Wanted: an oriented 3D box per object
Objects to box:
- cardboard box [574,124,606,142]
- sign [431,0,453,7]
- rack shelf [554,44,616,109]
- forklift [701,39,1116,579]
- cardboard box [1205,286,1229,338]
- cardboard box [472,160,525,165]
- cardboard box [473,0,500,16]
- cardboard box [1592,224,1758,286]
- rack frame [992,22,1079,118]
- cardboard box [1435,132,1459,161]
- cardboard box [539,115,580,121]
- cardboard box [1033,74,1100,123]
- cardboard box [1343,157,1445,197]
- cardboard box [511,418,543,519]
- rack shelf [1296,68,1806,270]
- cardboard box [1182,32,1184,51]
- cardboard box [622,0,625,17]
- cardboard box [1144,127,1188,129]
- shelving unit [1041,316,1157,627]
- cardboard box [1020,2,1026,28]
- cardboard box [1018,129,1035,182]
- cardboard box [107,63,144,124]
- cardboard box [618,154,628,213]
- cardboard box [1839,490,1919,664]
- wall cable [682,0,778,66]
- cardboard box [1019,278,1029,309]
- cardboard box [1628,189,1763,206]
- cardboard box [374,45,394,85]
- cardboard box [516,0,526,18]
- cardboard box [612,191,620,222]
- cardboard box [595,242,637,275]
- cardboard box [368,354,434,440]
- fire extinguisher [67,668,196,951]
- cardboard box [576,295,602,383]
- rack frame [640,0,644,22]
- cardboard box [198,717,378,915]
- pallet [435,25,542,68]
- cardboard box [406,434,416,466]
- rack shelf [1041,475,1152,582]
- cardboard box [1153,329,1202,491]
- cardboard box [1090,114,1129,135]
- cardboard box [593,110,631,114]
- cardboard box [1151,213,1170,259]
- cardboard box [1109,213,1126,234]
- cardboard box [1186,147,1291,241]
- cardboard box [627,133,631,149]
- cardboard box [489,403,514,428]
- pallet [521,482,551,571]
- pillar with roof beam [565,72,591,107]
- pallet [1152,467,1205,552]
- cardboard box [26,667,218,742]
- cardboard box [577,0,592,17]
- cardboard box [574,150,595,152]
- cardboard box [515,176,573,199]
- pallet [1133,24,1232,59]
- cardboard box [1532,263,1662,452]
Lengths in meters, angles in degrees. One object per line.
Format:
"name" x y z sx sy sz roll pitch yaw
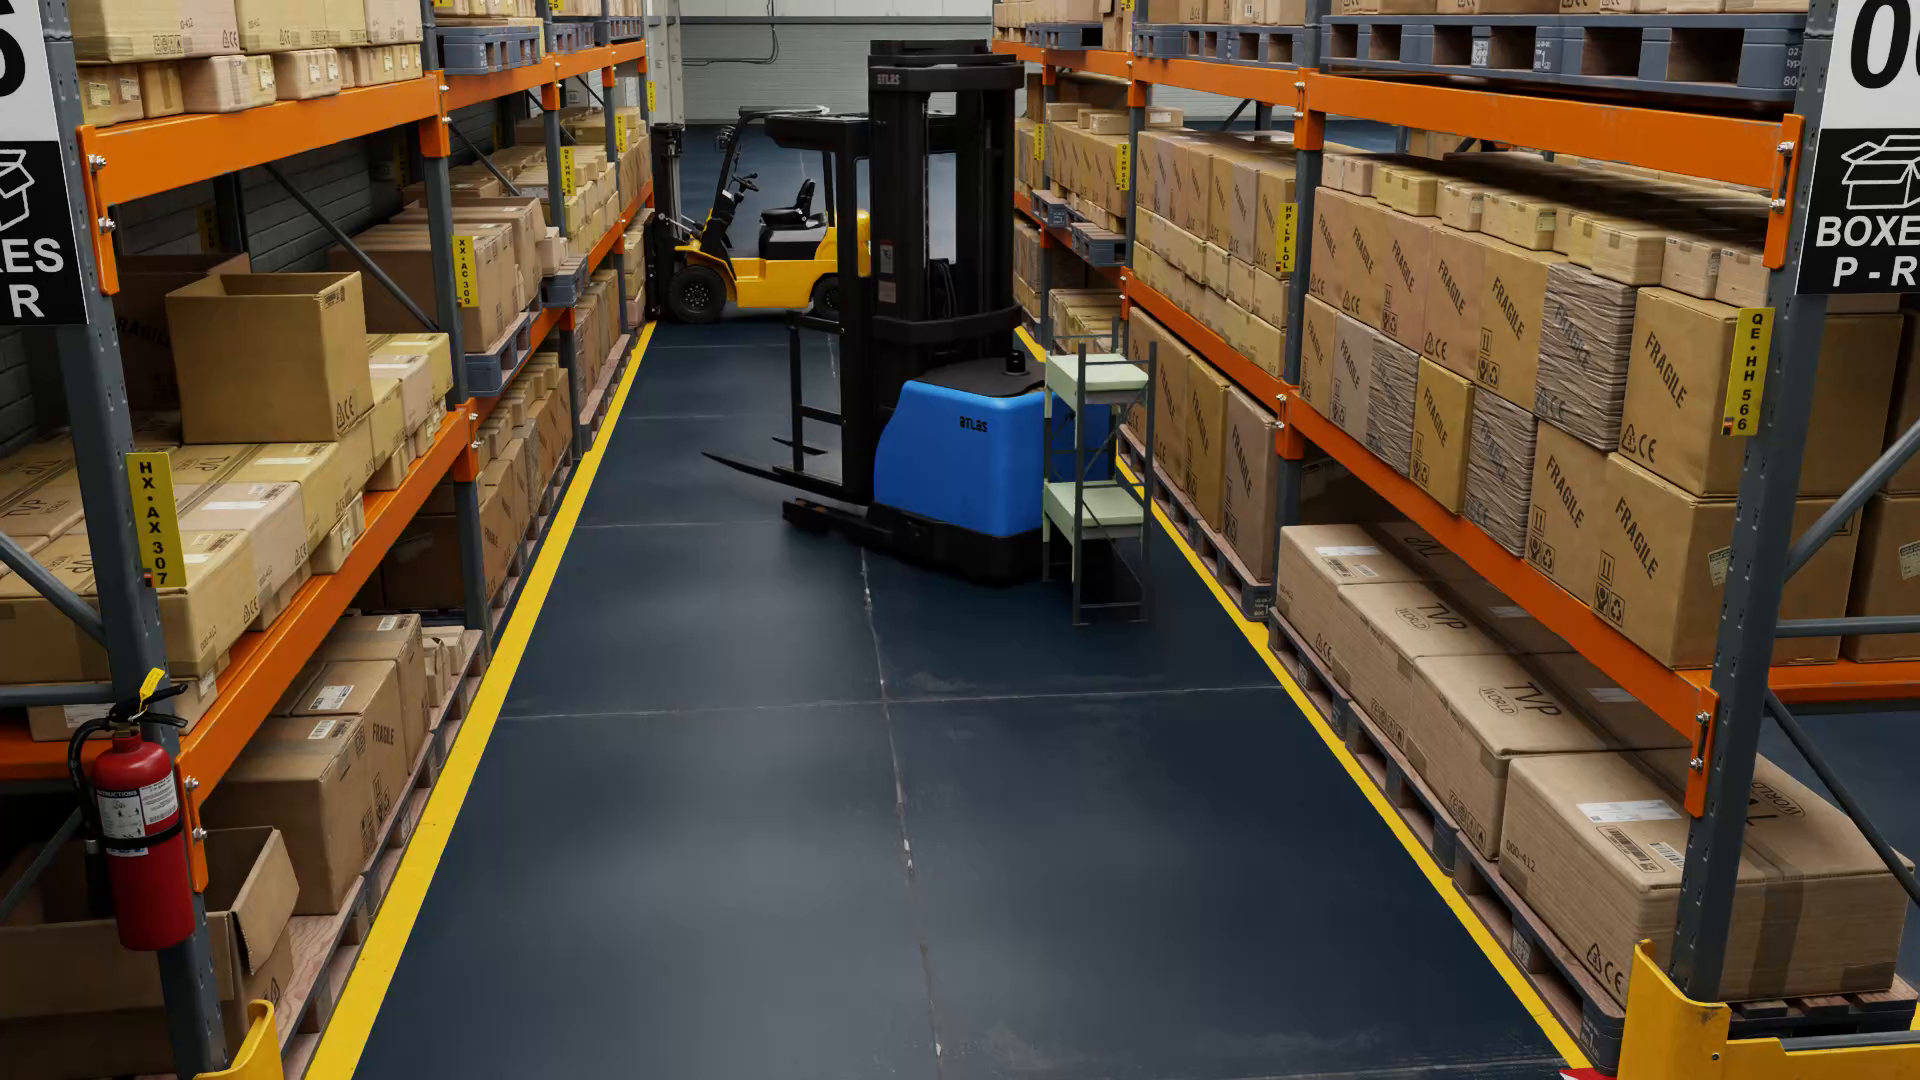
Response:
"cardboard box" -3.385 -3.793 15.503 0.380 0.149 0.250 -1 17 -5
"sign" -2.283 -2.503 7.270 0.100 0.325 0.005 -2 18 -6
"rack shelf" -3.441 -3.681 13.088 1.077 0.370 4.000 -2 18 -6
"forklift" -0.468 -1.537 10.180 1.130 2.935 3.031 -17 24 -42
"cardboard box" 1.733 -1.317 9.616 0.500 0.250 0.500 -2 18 -7
"cardboard box" -3.714 -2.979 13.410 0.380 0.149 0.250 -2 18 -5
"cardboard box" -2.514 -2.695 8.297 0.380 0.149 0.250 -2 17 -5
"cardboard box" 2.130 -0.853 4.966 0.380 0.149 0.250 -2 18 -6
"rack frame" 0.877 -4.536 19.616 1.000 3.000 0.127 -2 18 -6
"cardboard box" 5.885 -4.347 18.765 0.875 0.550 0.550 -2 18 -6
"cardboard box" -4.076 -4.233 16.906 0.380 0.149 0.250 -1 17 -4
"cardboard box" 1.191 -4.906 18.462 0.700 0.500 0.500 -2 18 -5
"cardboard box" 1.931 -1.617 7.399 0.380 0.149 0.250 -2 17 -5
"cardboard box" -2.808 -0.427 10.000 0.500 0.500 0.500 -2 18 -8
"rack shelf" 2.321 -1.452 5.989 1.077 0.370 4.000 -2 18 -6
"cardboard box" 1.461 -3.551 11.891 0.380 0.149 0.250 -2 18 -6
"cardboard box" -3.743 -5.501 16.644 0.797 0.503 0.637 -1 17 -4
"cardboard box" 1.665 -3.302 14.321 0.500 0.500 0.500 -1 17 -4
"shelving unit" 0.728 -0.382 8.891 0.431 1.500 0.755 -3 18 -9
"cardboard box" 0.885 -5.271 16.706 0.500 0.250 0.500 -2 18 -7
"cardboard box" 0.878 -3.966 17.137 0.500 0.500 0.500 -1 17 -4
"cardboard box" -2.264 -1.105 4.100 0.380 0.149 0.250 -1 17 -5
"cardboard box" -3.434 -3.377 15.760 0.500 0.500 0.500 -2 18 -7
"cardboard box" 2.763 0.032 4.901 0.500 0.500 0.500 -2 18 -6
"wall cable" -6.967 -15.383 49.337 3.097 2.526 0.112 -2 18 -6
"cardboard box" 0.896 -2.558 17.208 0.500 0.250 0.500 -2 18 -7
"cardboard box" 2.648 -1.180 6.010 0.380 0.149 0.250 -2 18 -7
"cardboard box" -2.450 -1.866 6.524 0.380 0.149 0.250 -1 17 -4
"cardboard box" -2.952 -3.371 10.485 0.380 0.149 0.250 -2 18 -7
"cardboard box" -3.335 -2.976 14.898 0.500 0.250 0.500 -1 17 -4
"cardboard box" -3.385 -2.709 16.017 0.500 0.250 0.500 -2 18 -6
"cardboard box" -2.461 -0.583 6.781 0.500 0.250 0.500 -2 18 -5
"fire extinguisher" -1.935 0.630 3.913 0.296 0.674 0.183 -2 18 -6
"cardboard box" -3.431 -1.646 13.676 0.875 0.625 0.625 -3 18 -8
"rack frame" -4.060 -7.243 18.225 1.000 3.000 0.127 -2 18 -6
"cardboard box" -2.428 0.937 5.656 0.700 0.500 0.500 -1 17 -3
"pallet" -2.930 -2.653 8.925 1.213 0.211 1.003 -2 18 -6
"cardboard box" -2.439 -0.366 6.755 0.380 0.149 0.250 -1 17 -4
"rack shelf" 0.728 -0.071 8.989 0.431 0.370 0.720 -3 18 -9
"cardboard box" 1.778 -0.864 10.769 0.875 0.875 0.875 -2 17 -5
"cardboard box" 1.253 -3.330 13.329 0.380 0.149 0.250 -3 18 -8
"cardboard box" -3.751 -4.554 17.928 0.380 0.149 0.250 -2 18 -5
"cardboard box" 1.561 -2.006 10.976 0.500 0.250 0.500 -1 17 -4
"cardboard box" 1.334 -2.401 12.534 0.380 0.149 0.250 -2 17 -5
"cardboard box" 1.657 -2.070 9.926 0.500 0.500 0.500 -1 17 -5
"cardboard box" -3.479 -3.957 16.525 0.380 0.149 0.250 -2 18 -6
"cardboard box" -2.849 -0.705 9.803 0.380 0.149 0.250 -2 18 -5
"pallet" -3.073 -0.081 10.082 1.003 0.211 1.213 -2 18 -6
"pillar with roof beam" -1.222 -8.929 23.594 9.100 9.000 0.400 -2 18 -6
"pallet" 1.831 -0.222 10.531 1.003 0.211 1.213 -2 18 -6
"cardboard box" -2.171 0.399 4.317 0.380 0.149 0.250 -2 18 -6
"cardboard box" -3.251 -4.389 13.423 0.500 0.311 0.500 -2 18 -8
"cardboard box" -3.374 -3.301 14.433 0.380 0.149 0.250 -2 18 -6
"cardboard box" -3.004 -2.538 12.005 0.380 0.149 0.250 -1 17 -4
"pallet" 1.821 -3.303 10.997 1.213 0.211 1.003 -1 17 -3
"cardboard box" 2.157 -0.584 5.194 0.500 0.500 0.500 -2 18 -5
